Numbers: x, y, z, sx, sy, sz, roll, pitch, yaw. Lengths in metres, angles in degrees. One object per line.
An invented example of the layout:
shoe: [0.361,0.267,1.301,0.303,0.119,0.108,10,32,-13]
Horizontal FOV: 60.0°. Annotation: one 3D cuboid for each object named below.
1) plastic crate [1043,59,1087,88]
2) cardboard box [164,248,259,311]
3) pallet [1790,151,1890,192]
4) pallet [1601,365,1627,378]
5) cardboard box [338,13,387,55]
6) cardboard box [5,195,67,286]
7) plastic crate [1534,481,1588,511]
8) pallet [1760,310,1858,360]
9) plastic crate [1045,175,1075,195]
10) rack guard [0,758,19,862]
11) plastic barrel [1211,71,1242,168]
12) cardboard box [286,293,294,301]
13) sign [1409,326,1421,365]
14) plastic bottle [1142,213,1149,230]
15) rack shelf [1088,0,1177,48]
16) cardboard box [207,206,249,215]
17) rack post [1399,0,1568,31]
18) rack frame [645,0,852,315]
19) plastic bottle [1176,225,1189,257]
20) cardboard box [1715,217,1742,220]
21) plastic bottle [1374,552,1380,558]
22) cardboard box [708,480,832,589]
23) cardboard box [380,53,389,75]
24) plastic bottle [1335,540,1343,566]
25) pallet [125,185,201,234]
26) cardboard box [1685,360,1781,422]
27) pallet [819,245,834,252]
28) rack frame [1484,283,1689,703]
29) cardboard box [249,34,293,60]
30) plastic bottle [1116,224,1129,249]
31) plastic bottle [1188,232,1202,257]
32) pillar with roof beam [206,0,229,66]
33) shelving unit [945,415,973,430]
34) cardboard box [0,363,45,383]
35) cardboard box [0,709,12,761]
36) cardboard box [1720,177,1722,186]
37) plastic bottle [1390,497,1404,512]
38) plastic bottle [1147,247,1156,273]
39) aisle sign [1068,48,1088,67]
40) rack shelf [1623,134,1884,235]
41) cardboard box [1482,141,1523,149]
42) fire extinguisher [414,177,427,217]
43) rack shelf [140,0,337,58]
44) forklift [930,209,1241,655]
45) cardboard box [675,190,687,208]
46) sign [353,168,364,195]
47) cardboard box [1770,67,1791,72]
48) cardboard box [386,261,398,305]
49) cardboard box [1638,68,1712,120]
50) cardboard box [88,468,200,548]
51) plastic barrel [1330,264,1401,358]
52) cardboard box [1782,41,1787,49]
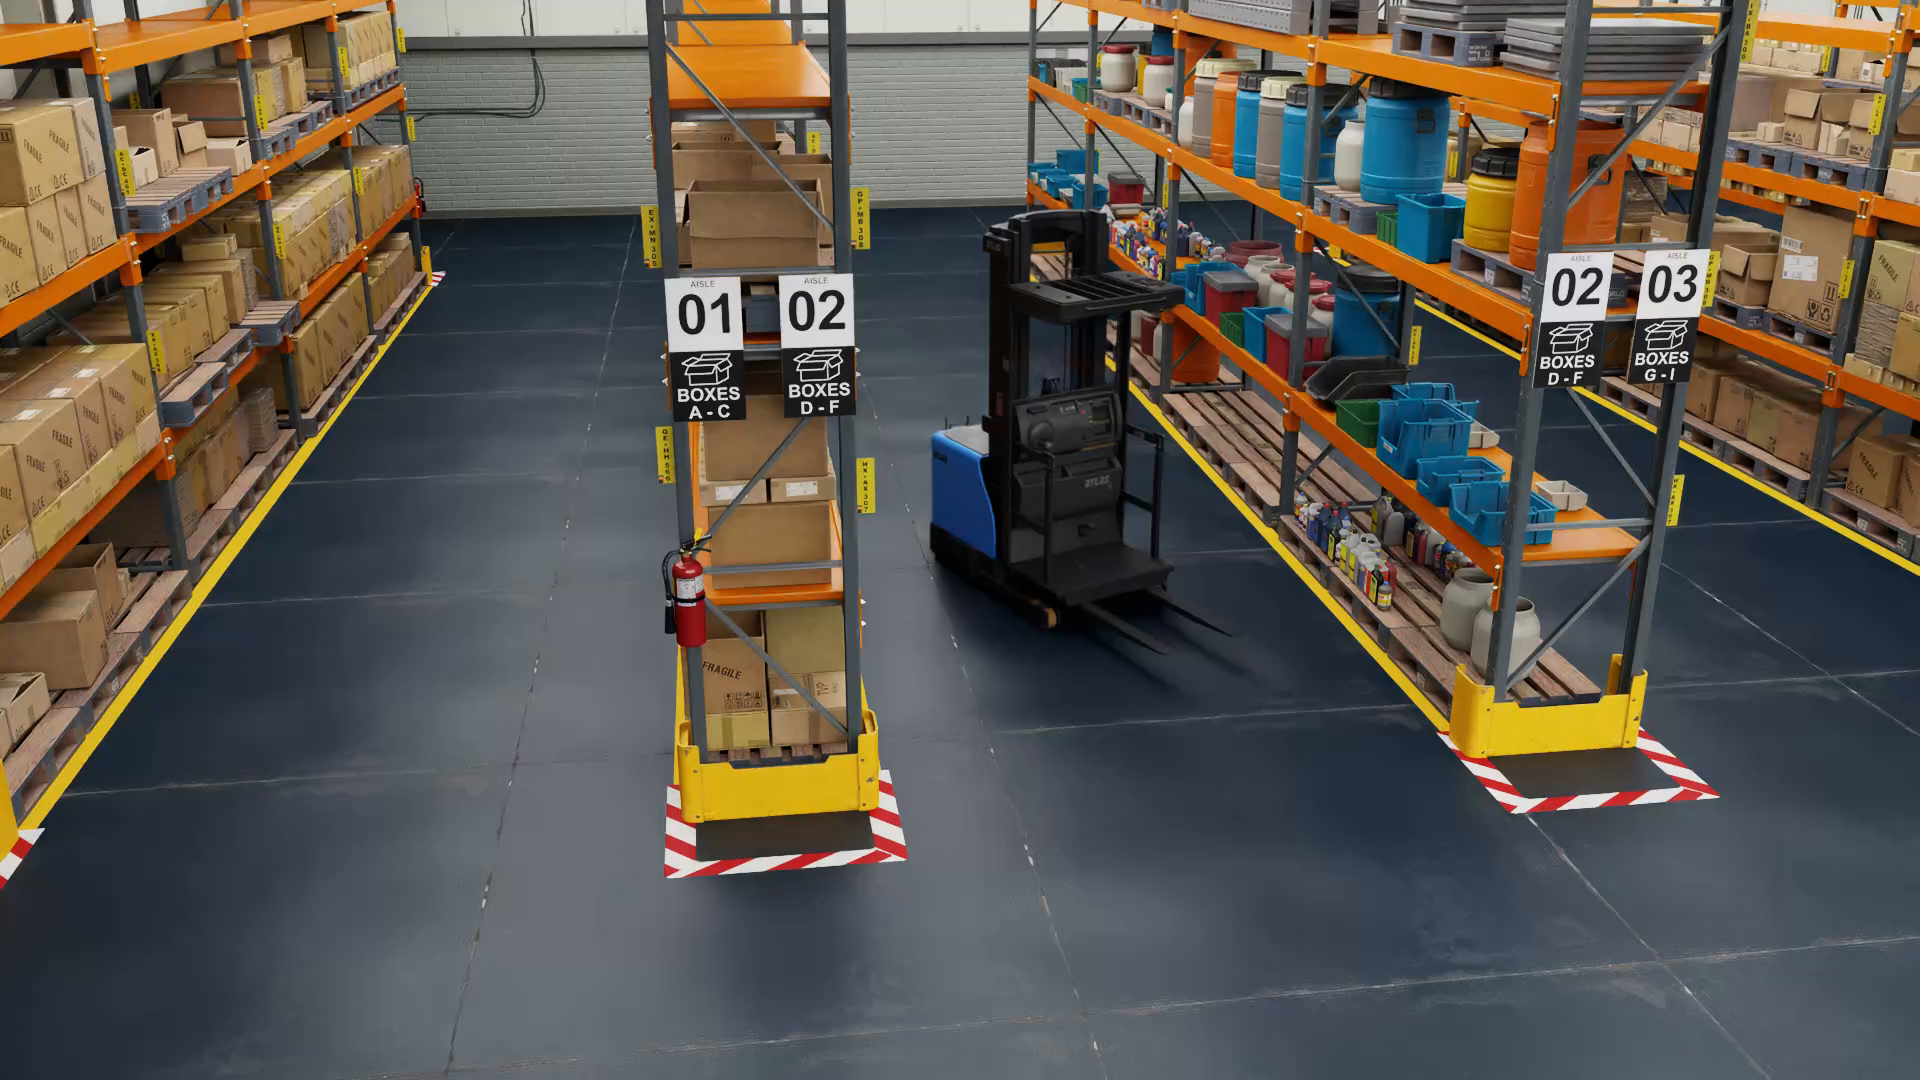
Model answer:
plastic crate: [1.462,-6.459,23.024,0.504,0.338,0.767,-3,21,-8]
cardboard box: [-7.059,-2.447,15.709,0.700,0.500,0.500,-5,21,-14]
pallet: [8.161,-3.257,14.631,1.213,0.211,1.003,-3,21,-8]
pallet: [7.529,-2.076,19.473,1.003,0.211,1.213,-3,21,-8]
cardboard box: [-7.853,-6.642,21.826,0.500,0.500,0.500,-2,21,-6]
cardboard box: [-6.065,-1.905,10.570,0.500,0.500,0.500,-4,21,-10]
plastic crate: [4.009,-0.289,11.079,0.298,0.136,0.250,-3,21,-8]
pallet: [8.178,-1.903,15.298,1.003,0.211,1.213,-3,21,-8]
plastic crate: [1.413,-5.017,23.516,0.416,0.233,0.300,-3,21,-8]
rack guard: [-5.995,1.558,9.329,1.175,0.500,0.348,-3,21,-8]
plastic barrel: [2.664,-3.941,15.579,0.600,0.830,0.708,-3,21,-8]
cardboard box: [-6.983,-2.461,16.849,0.380,0.149,0.250,-3,21,-7]
sign: [3.789,-1.625,13.883,0.100,0.325,0.005,-3,21,-8]
plastic bottle: [2.346,-4.015,20.962,0.097,0.201,0.097,0,20,0]
rack shelf: [2.378,-5.834,18.576,1.077,0.370,4.000,-3,21,-8]
cardboard box: [-7.530,-3.227,16.899,0.500,0.250,0.500,-4,21,-10]
rack post: [3.509,-3.530,10.915,0.937,0.300,0.954,-3,21,-9]
rack frame: [-1.082,-2.648,8.444,1.000,3.000,0.127,-3,21,-8]
plastic bottle: [2.574,-3.480,19.318,0.144,0.351,0.185,-3,21,-8]
cardboard box: [11.807,-4.887,25.638,0.380,0.149,0.250,-3,21,-9]
plastic bottle: [3.177,0.190,12.791,0.097,0.201,0.097,0,20,0]
cardboard box: [-1.137,-0.047,9.911,0.700,0.500,0.500,-3,21,-8]
cardboard box: [-7.846,-6.284,21.939,0.500,0.250,0.500,-4,21,-10]
plastic bottle: [2.994,0.099,13.035,0.097,0.201,0.097,0,20,0]
pallet: [-6.544,-2.508,12.624,1.213,0.211,1.003,-3,21,-8]
cardboard box: [7.865,-1.522,16.949,0.700,0.500,0.500,-1,21,-3]
pallet: [-1.338,-1.871,10.777,1.003,0.211,1.213,-3,21,-8]
rack frame: [3.820,-0.086,10.159,1.000,3.000,0.127,-3,21,-8]
cardboard box: [-7.717,-5.439,18.362,0.500,0.250,0.500,-1,21,-4]
plastic bottle: [1.947,-3.602,19.751,0.152,0.276,0.135,-3,21,-8]
plastic bottle: [2.724,-3.444,19.328,0.152,0.276,0.135,-3,21,-8]
pillar with roof beam: [-4.410,-6.967,20.009,9.100,9.000,0.400,-3,21,-8]
shelving unit: [-0.008,-0.510,14.082,0.215,1.050,0.252,-3,21,-8]
cardboard box: [-6.628,-0.909,11.477,0.500,0.500,0.500,-3,21,-8]
cardboard box: [-5.994,1.223,9.869,0.500,0.311,0.500,-5,21,-14]
cardboard box: [11.335,-5.307,24.497,0.380,0.149,0.250,-2,21,-6]
plastic bottle: [3.621,-0.228,13.696,0.144,0.351,0.185,-3,21,-9]
plastic bottle: [2.126,-3.102,18.419,0.097,0.271,0.097,0,20,0]
aisle sign: [1.793,-6.883,24.643,0.394,0.787,0.004,-3,21,-8]
rack shelf: [7.856,-3.481,15.991,1.077,0.370,4.000,-3,21,-8]
cardboard box: [7.091,-4.787,21.168,0.797,0.503,0.637,-3,21,-9]
fire extinguisher: [-7.855,-4.991,23.935,0.296,0.674,0.183,-3,21,-8]
rack shelf: [-7.425,-5.335,17.238,1.077,0.370,4.000,-3,21,-8]
forklift: [0.936,-0.888,12.404,1.130,2.935,3.031,-12,23,-29]
cardboard box: [-1.589,-2.041,10.434,0.500,0.311,0.500,-1,20,-1]
sign: [-7.178,-4.277,19.839,0.100,0.325,0.005,-3,21,-8]
cardboard box: [11.515,-6.370,22.913,0.500,0.250,0.500,-3,21,-8]
cardboard box: [-7.861,-3.383,21.959,0.700,0.500,0.500,-2,21,-6]
cardboard box: [7.381,-4.616,17.144,0.500,0.500,0.500,-3,21,-7]
cardboard box: [-6.683,-0.260,13.570,0.700,0.500,0.500,-2,21,-6]
plastic barrel: [3.487,-1.855,14.179,0.600,0.901,0.708,-3,21,-8]
cardboard box: [11.552,-6.827,22.850,0.380,0.149,0.250,-2,21,-6]
